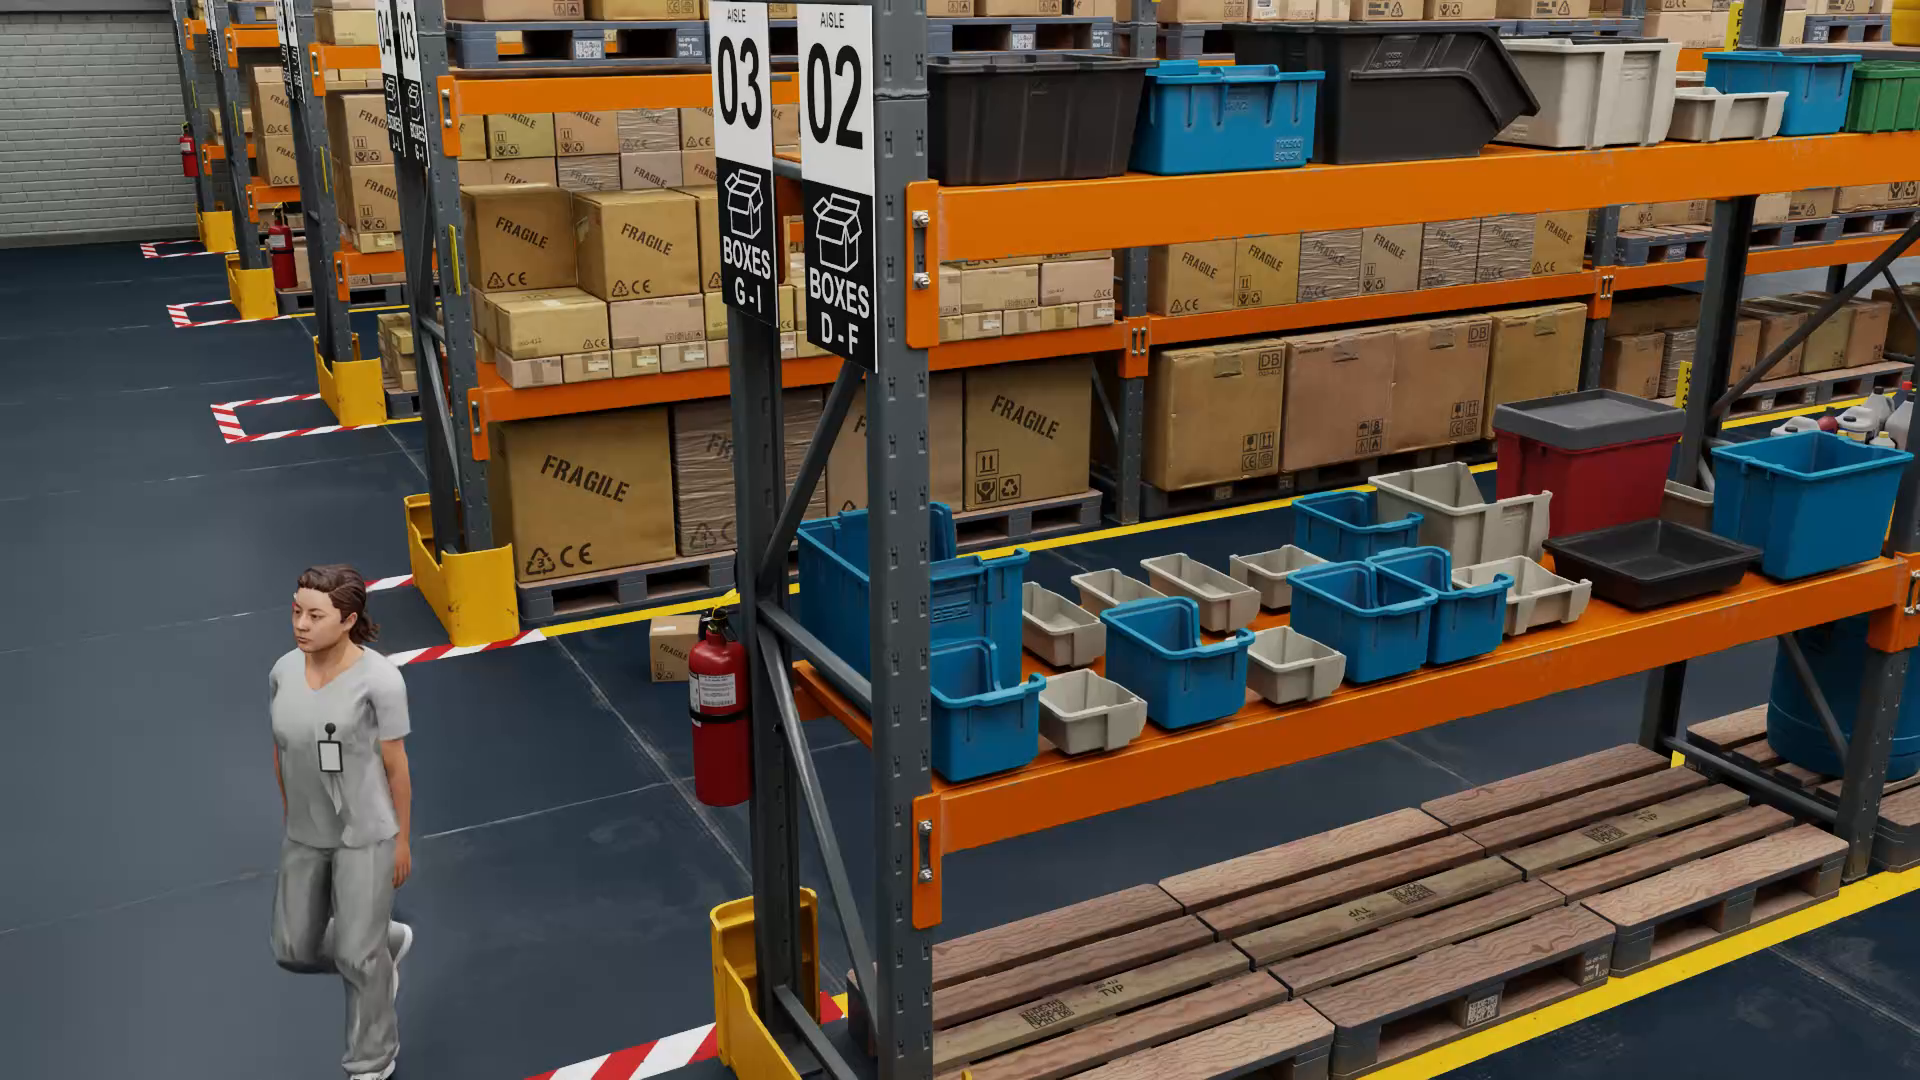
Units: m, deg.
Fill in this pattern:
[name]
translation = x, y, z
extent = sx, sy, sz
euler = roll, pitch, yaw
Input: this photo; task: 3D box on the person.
[person]
translation = -1.815, 0.852, 4.964
extent = 0.443, 1.657, 0.597
euler = 4, 19, 13
